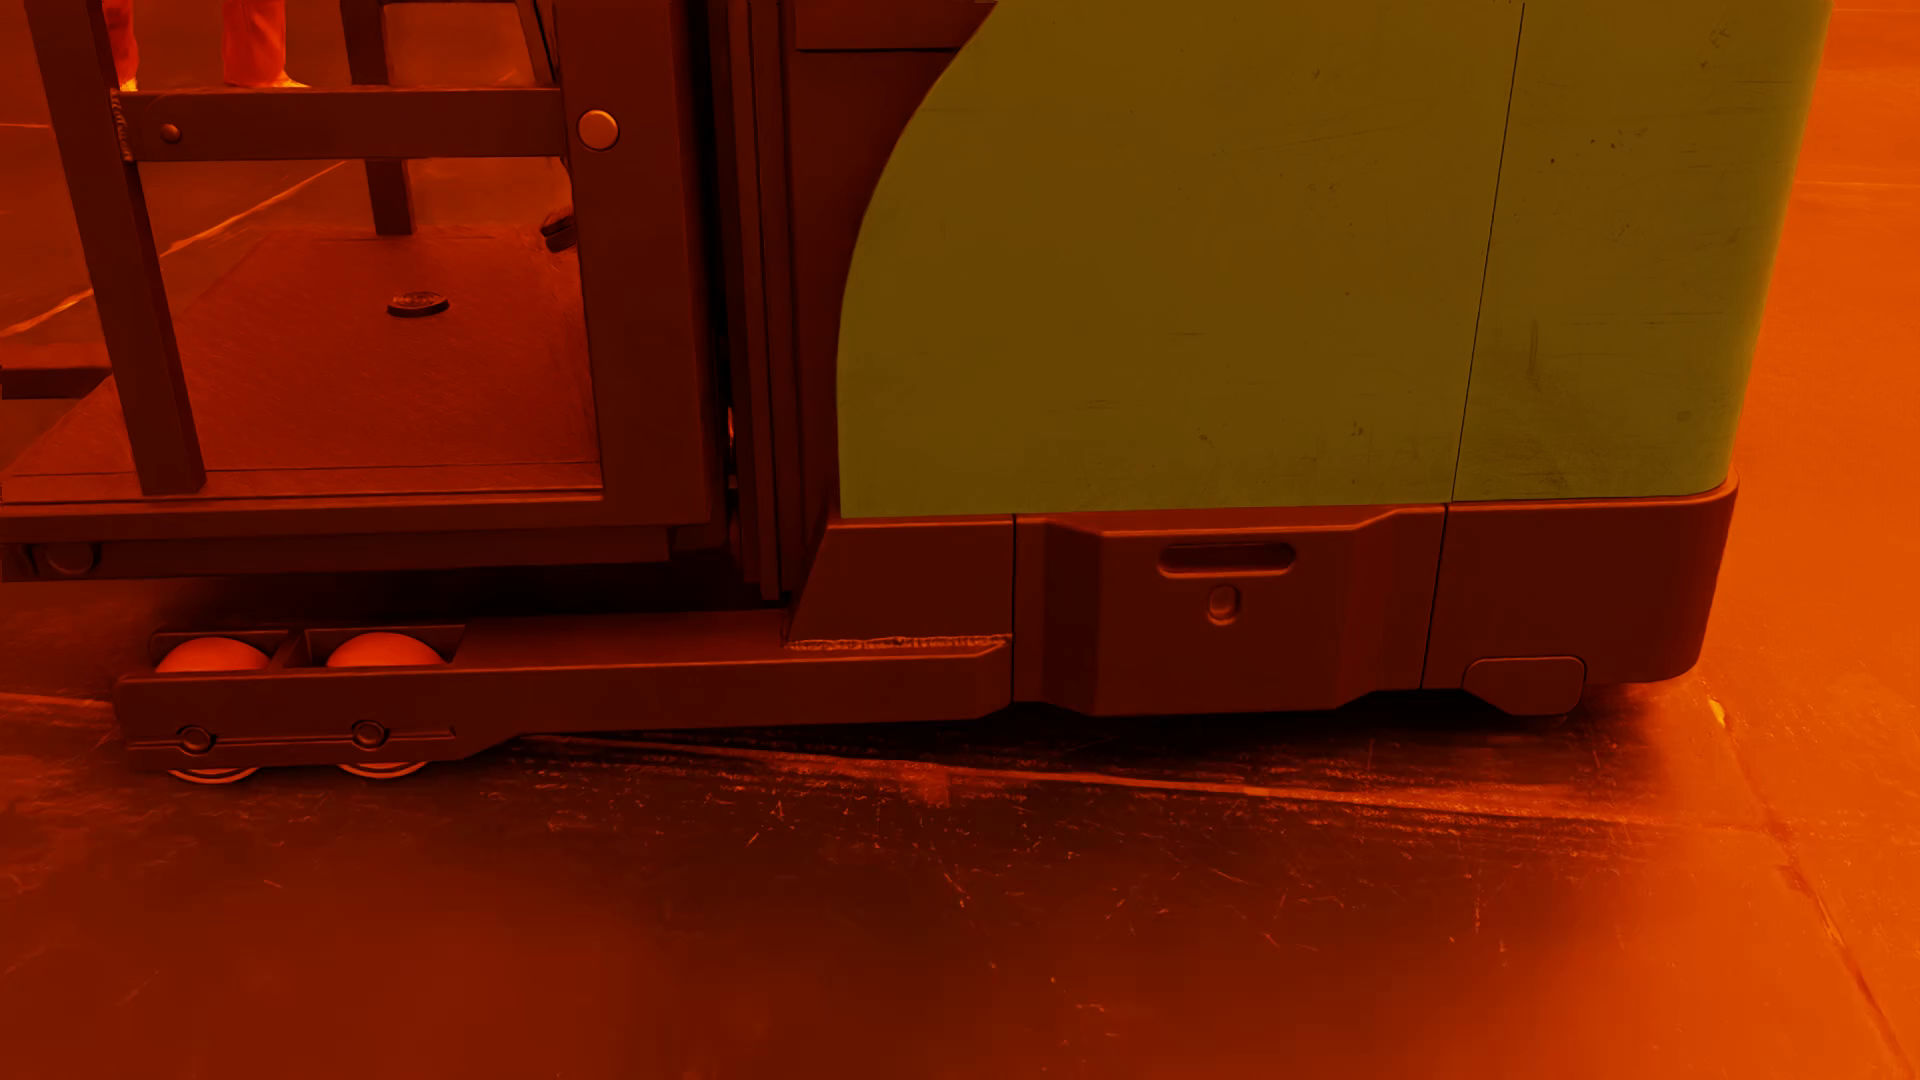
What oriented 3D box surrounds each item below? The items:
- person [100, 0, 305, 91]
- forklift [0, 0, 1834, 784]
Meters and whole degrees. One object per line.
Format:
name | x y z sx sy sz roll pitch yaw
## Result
person | -2.397 -2.020 4.776 0.813 1.593 0.477 -15 30 -27
forklift | -0.616 -1.272 1.766 3.031 2.935 1.130 -2 27 -3
